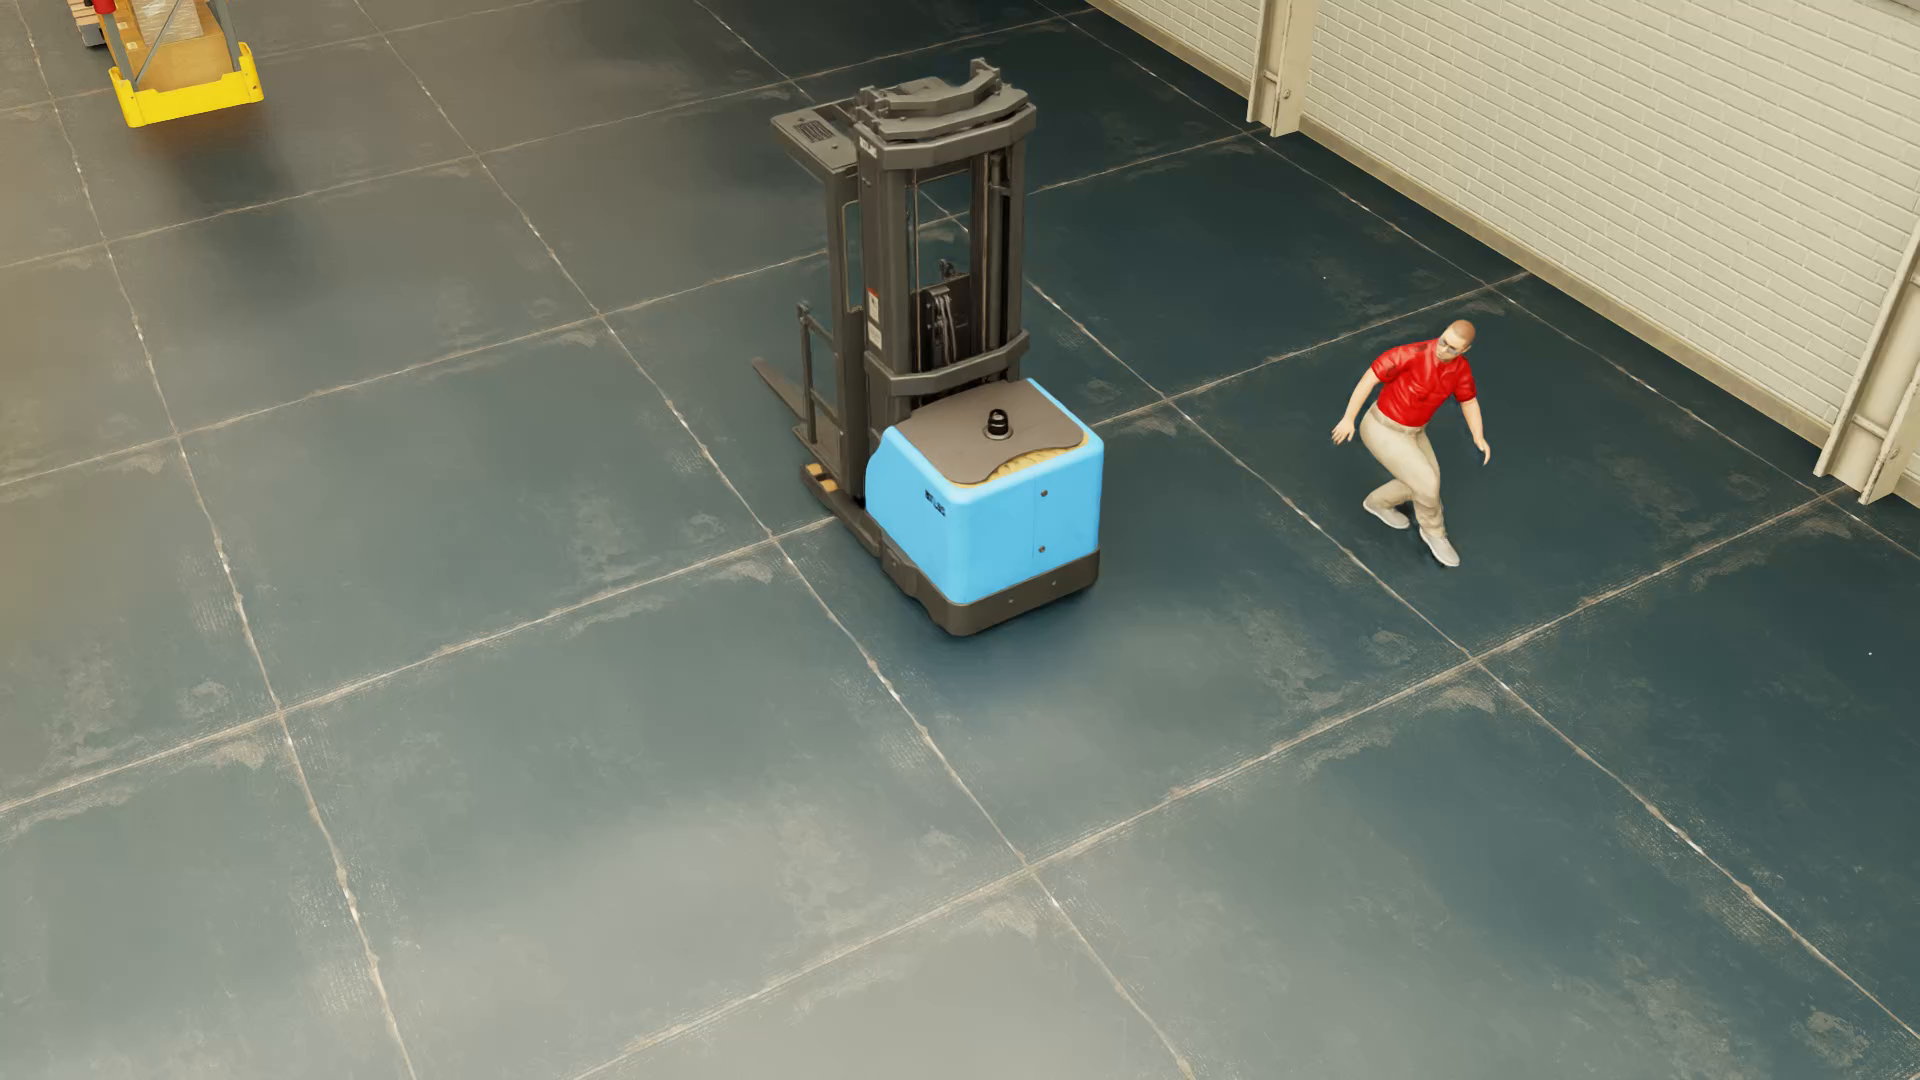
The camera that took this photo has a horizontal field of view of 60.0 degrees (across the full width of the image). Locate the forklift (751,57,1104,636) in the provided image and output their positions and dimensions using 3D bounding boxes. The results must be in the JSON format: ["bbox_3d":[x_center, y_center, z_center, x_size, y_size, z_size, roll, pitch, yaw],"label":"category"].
[{"bbox_3d":[-0.372,-1.492,9.835,1.130,2.935,3.031,-21,44,-24],"label":"forklift"}]

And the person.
[{"bbox_3d":[2.730,-0.580,9.832,0.773,1.560,0.797,-28,47,-30],"label":"person"}]
